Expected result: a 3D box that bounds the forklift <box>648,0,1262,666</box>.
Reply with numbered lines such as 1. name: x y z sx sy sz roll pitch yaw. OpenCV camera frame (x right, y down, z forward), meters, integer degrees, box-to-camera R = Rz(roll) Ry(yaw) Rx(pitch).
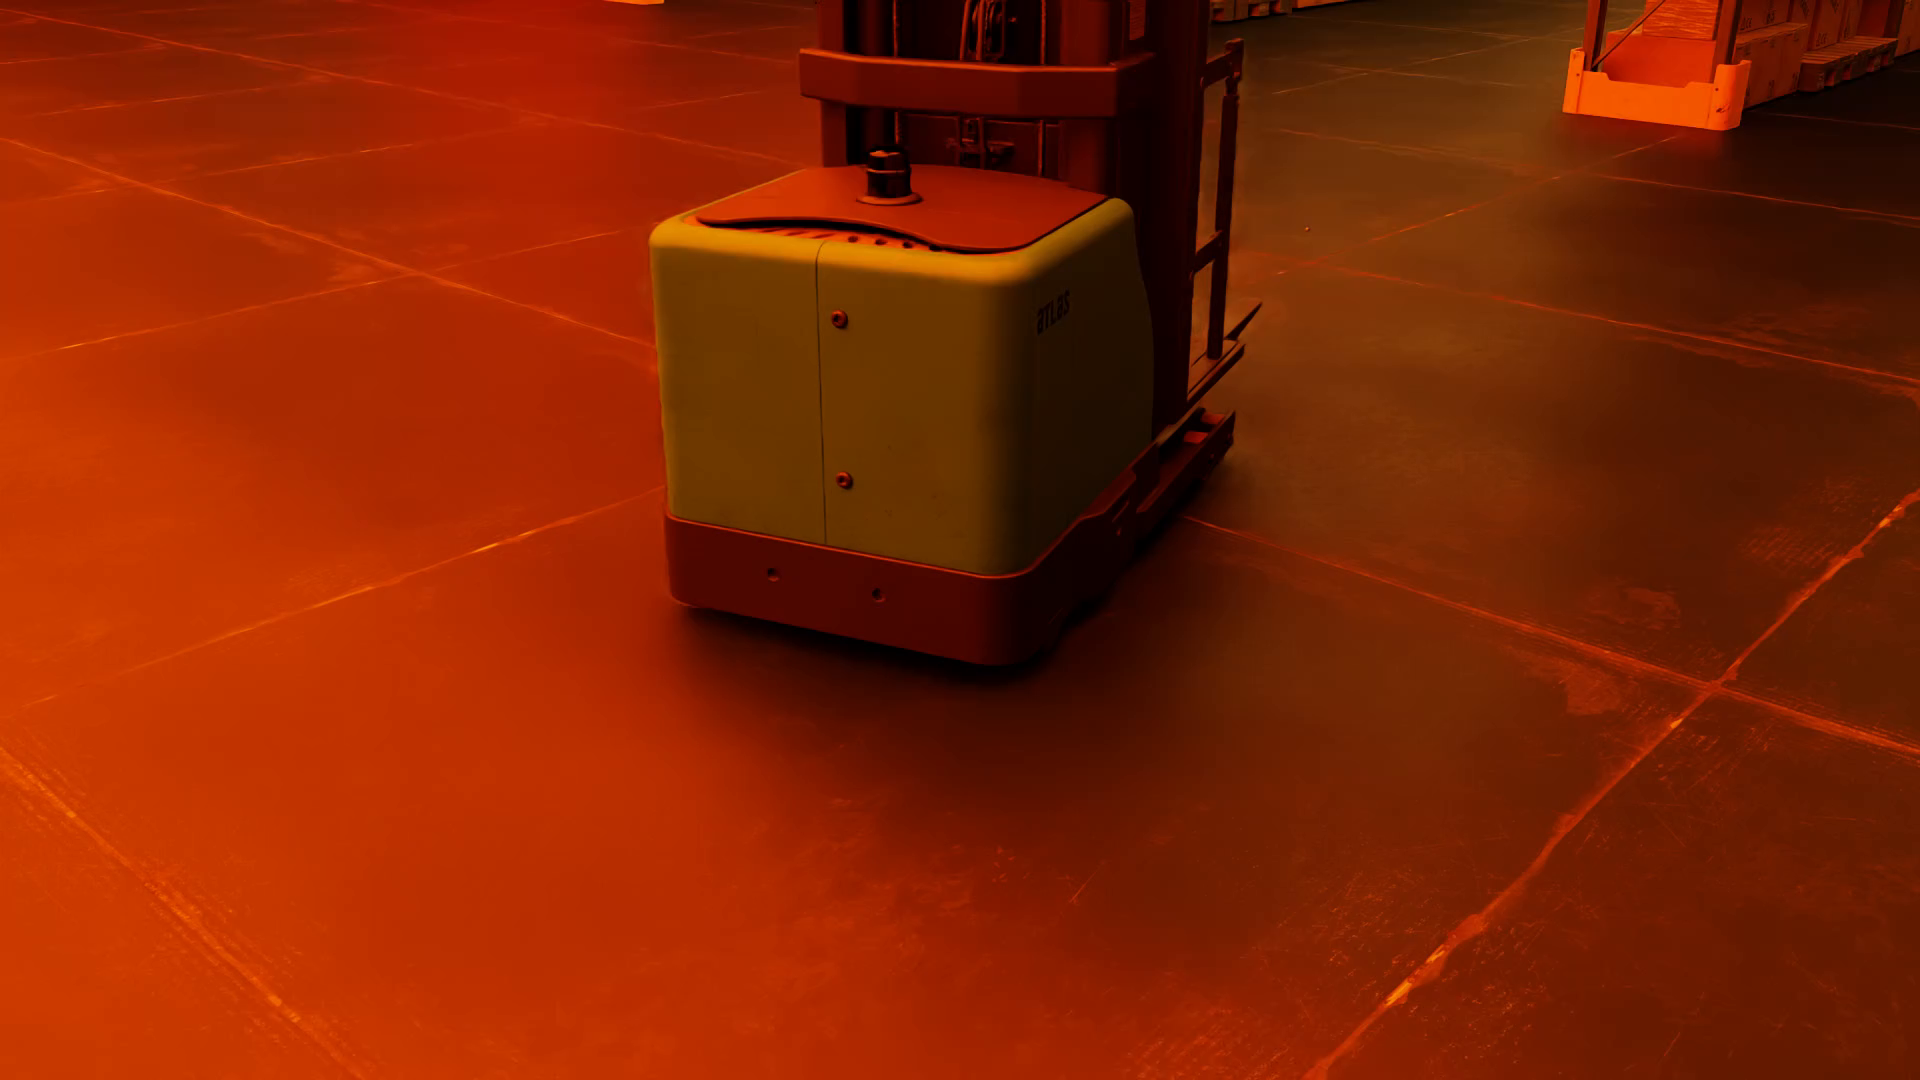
1. forklift: 0.274 -1.594 4.961 1.130 2.935 3.031 10 26 22
